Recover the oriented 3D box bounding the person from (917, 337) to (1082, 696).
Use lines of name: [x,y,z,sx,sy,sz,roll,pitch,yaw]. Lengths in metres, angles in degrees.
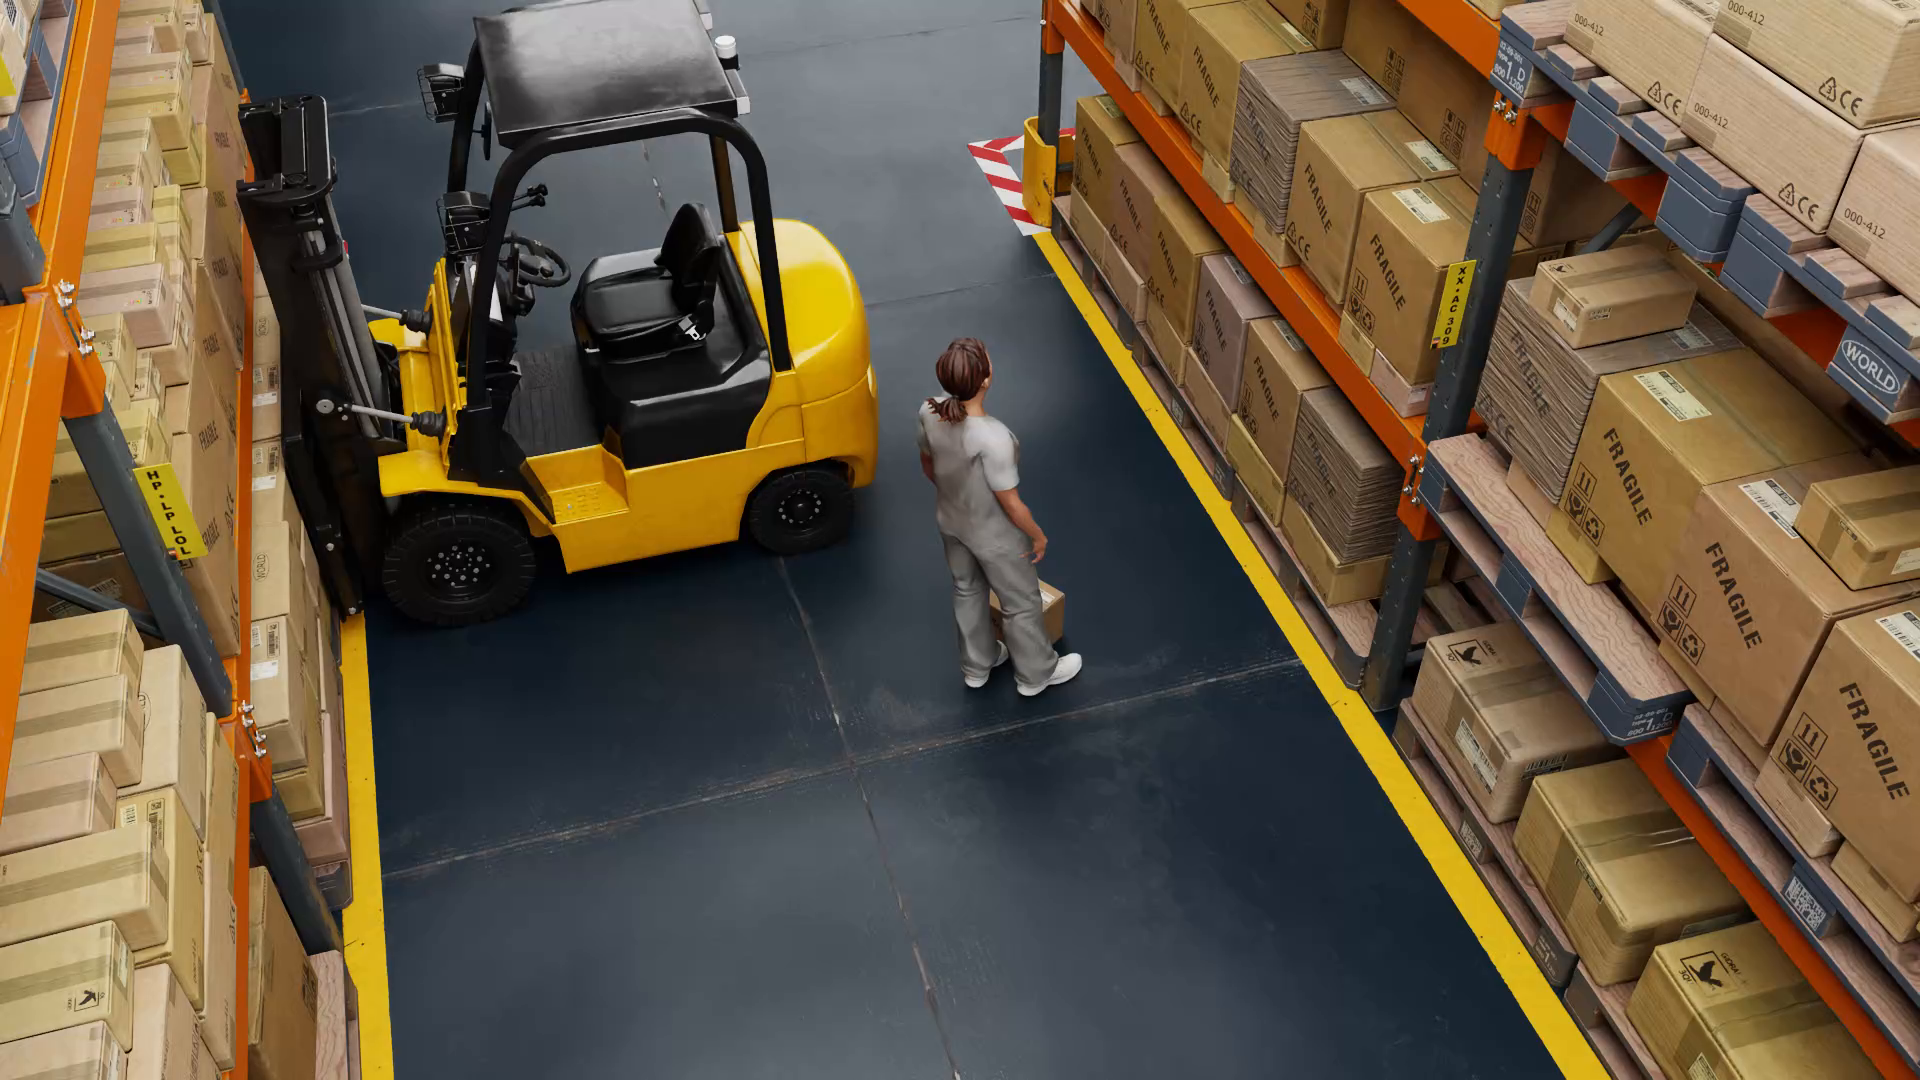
person: [0.133,-0.089,6.245,0.549,1.673,0.548,33,52,31]
